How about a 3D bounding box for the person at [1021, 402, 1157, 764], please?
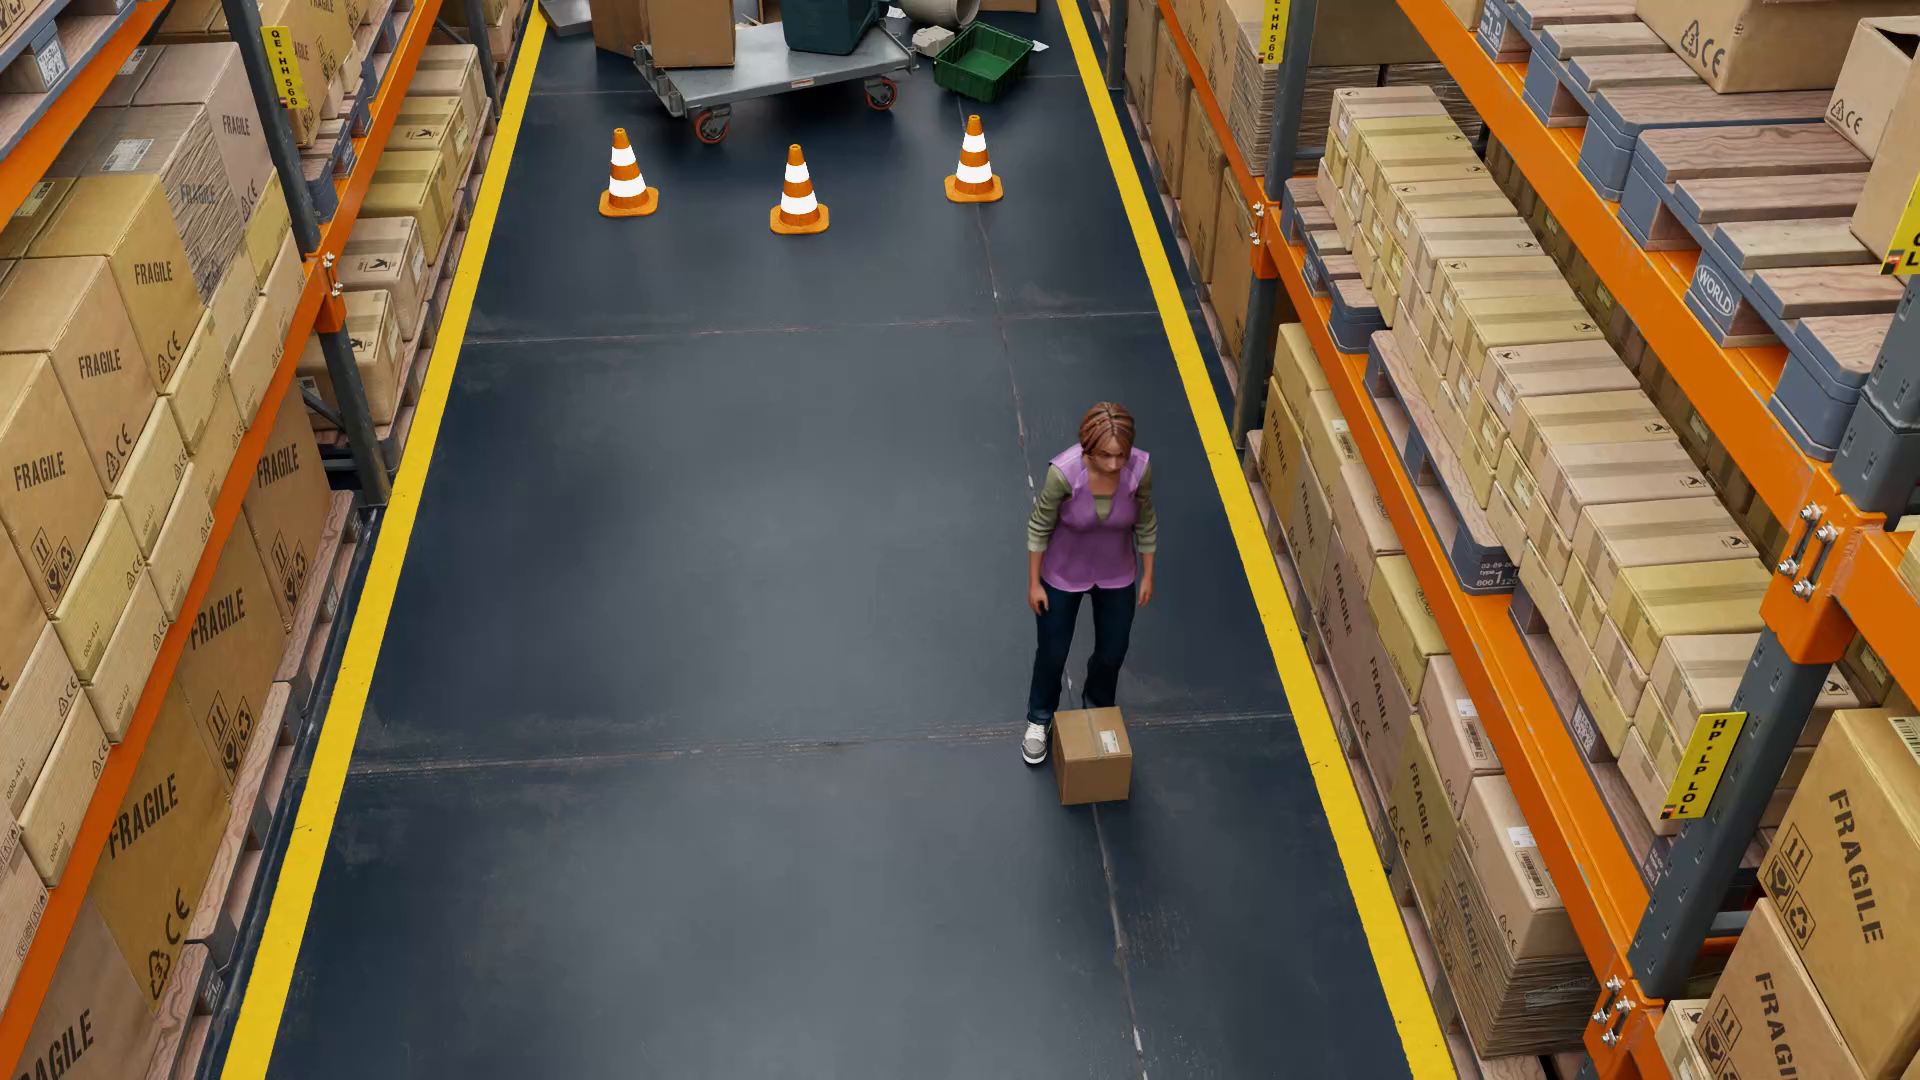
[{"bbox_3d":[0.467,0.151,5.982,0.478,1.593,0.368,-4,40,-5],"label":"person"}]
